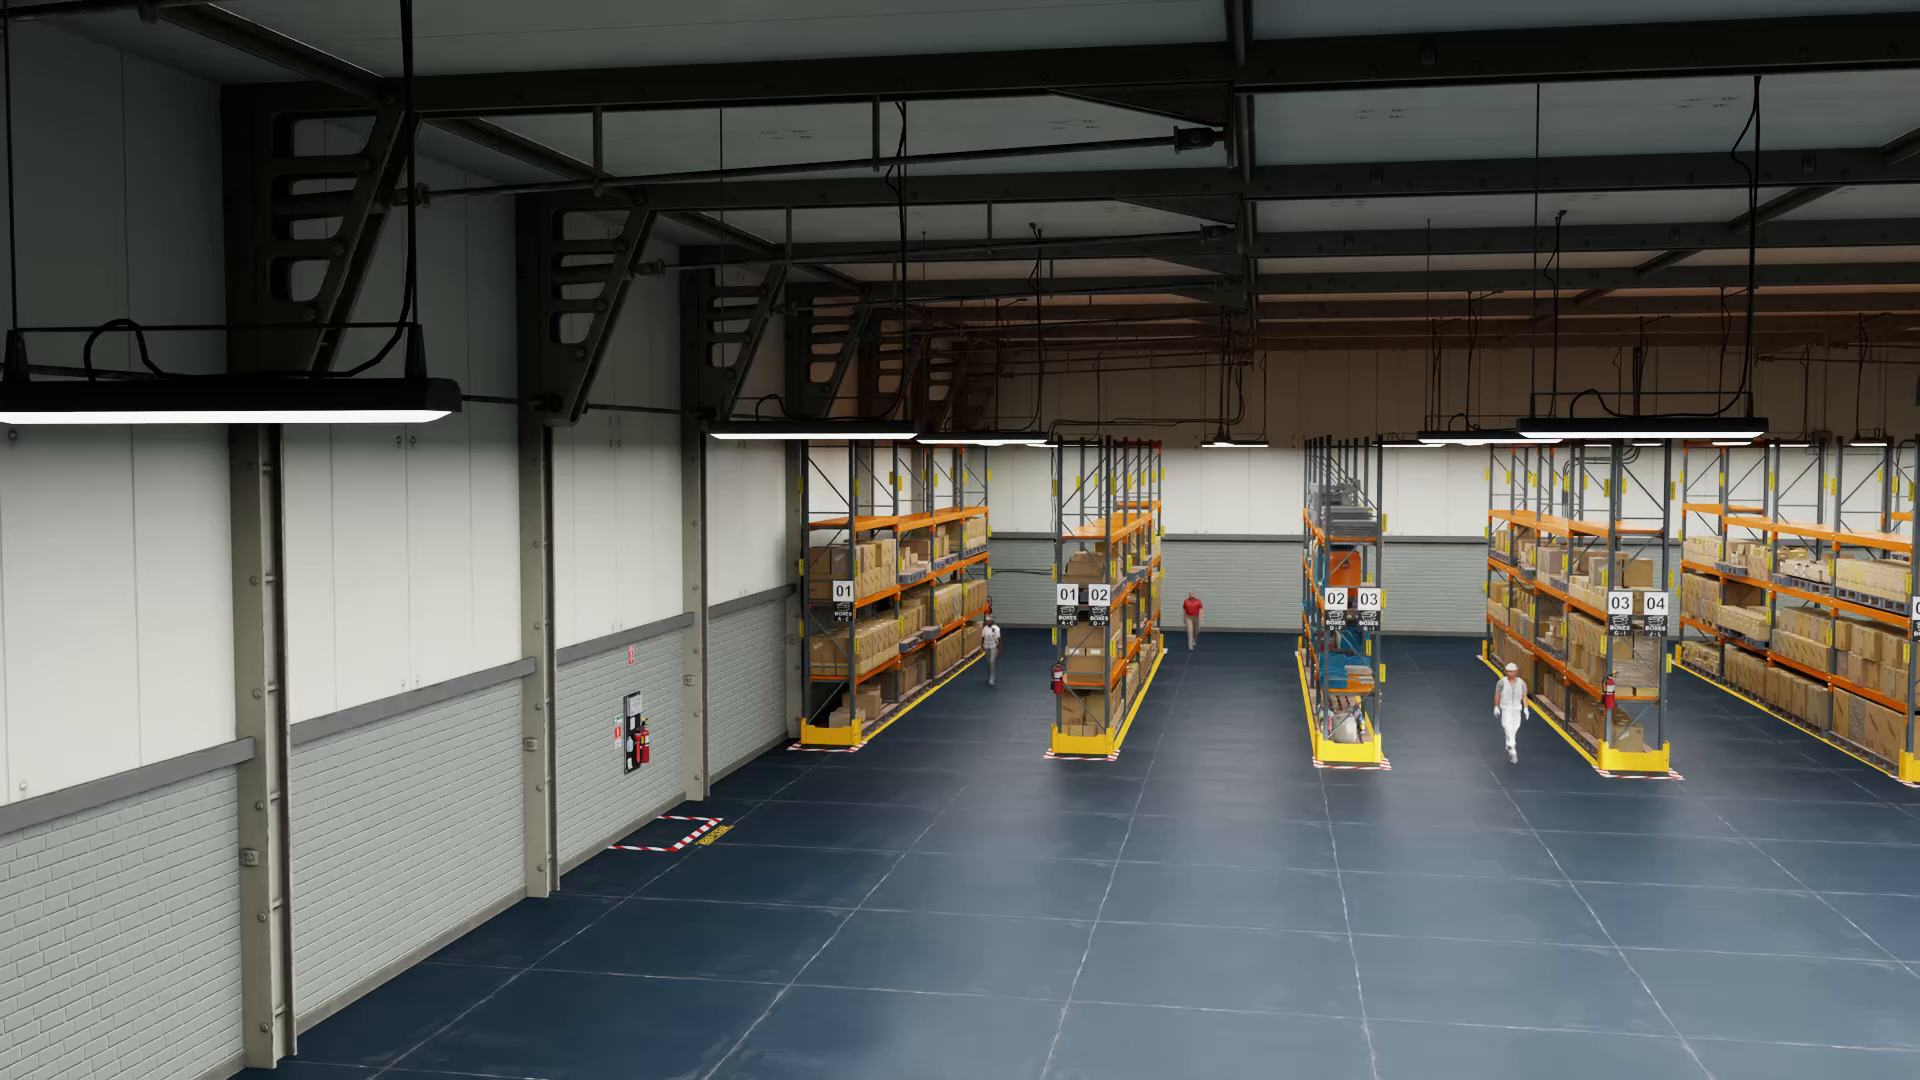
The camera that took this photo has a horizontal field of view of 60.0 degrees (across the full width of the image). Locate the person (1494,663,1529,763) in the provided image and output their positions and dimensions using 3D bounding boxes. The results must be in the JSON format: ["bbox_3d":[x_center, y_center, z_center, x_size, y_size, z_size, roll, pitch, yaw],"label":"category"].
[{"bbox_3d":[10.216,3.167,30.761,0.561,1.782,0.838,0,3,0],"label":"person"}]

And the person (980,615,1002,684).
[{"bbox_3d":[0.719,2.675,40.724,0.517,1.667,0.751,2,3,28],"label":"person"}]

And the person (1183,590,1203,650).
[{"bbox_3d":[6.711,2.318,47.825,0.519,1.595,1.070,0,3,-4],"label":"person"}]
